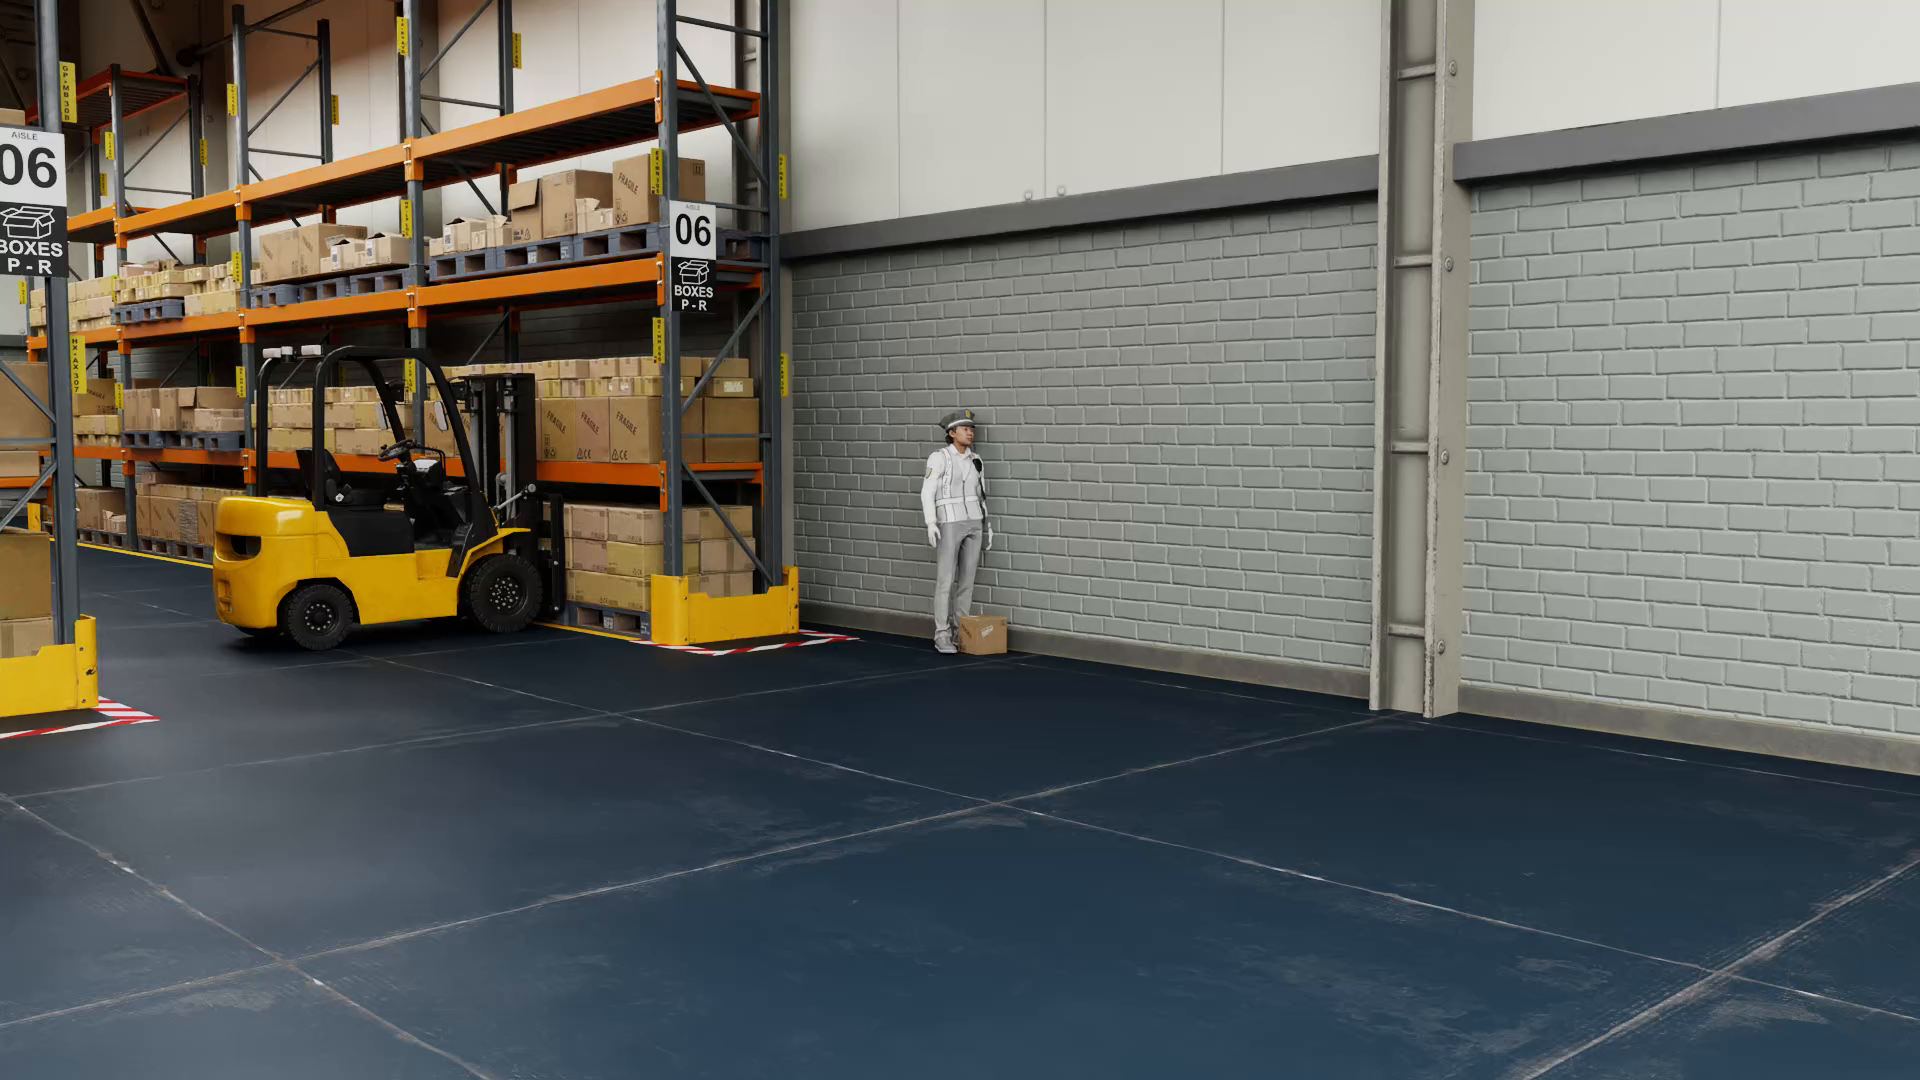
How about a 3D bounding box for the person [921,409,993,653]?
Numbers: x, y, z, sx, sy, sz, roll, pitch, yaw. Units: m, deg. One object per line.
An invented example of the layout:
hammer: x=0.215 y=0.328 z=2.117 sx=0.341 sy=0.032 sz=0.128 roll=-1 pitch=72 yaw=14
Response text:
person: x=0.026 y=-0.078 z=11.780 sx=0.586 sy=1.695 sz=0.533 roll=-2 pitch=5 yaw=-31
